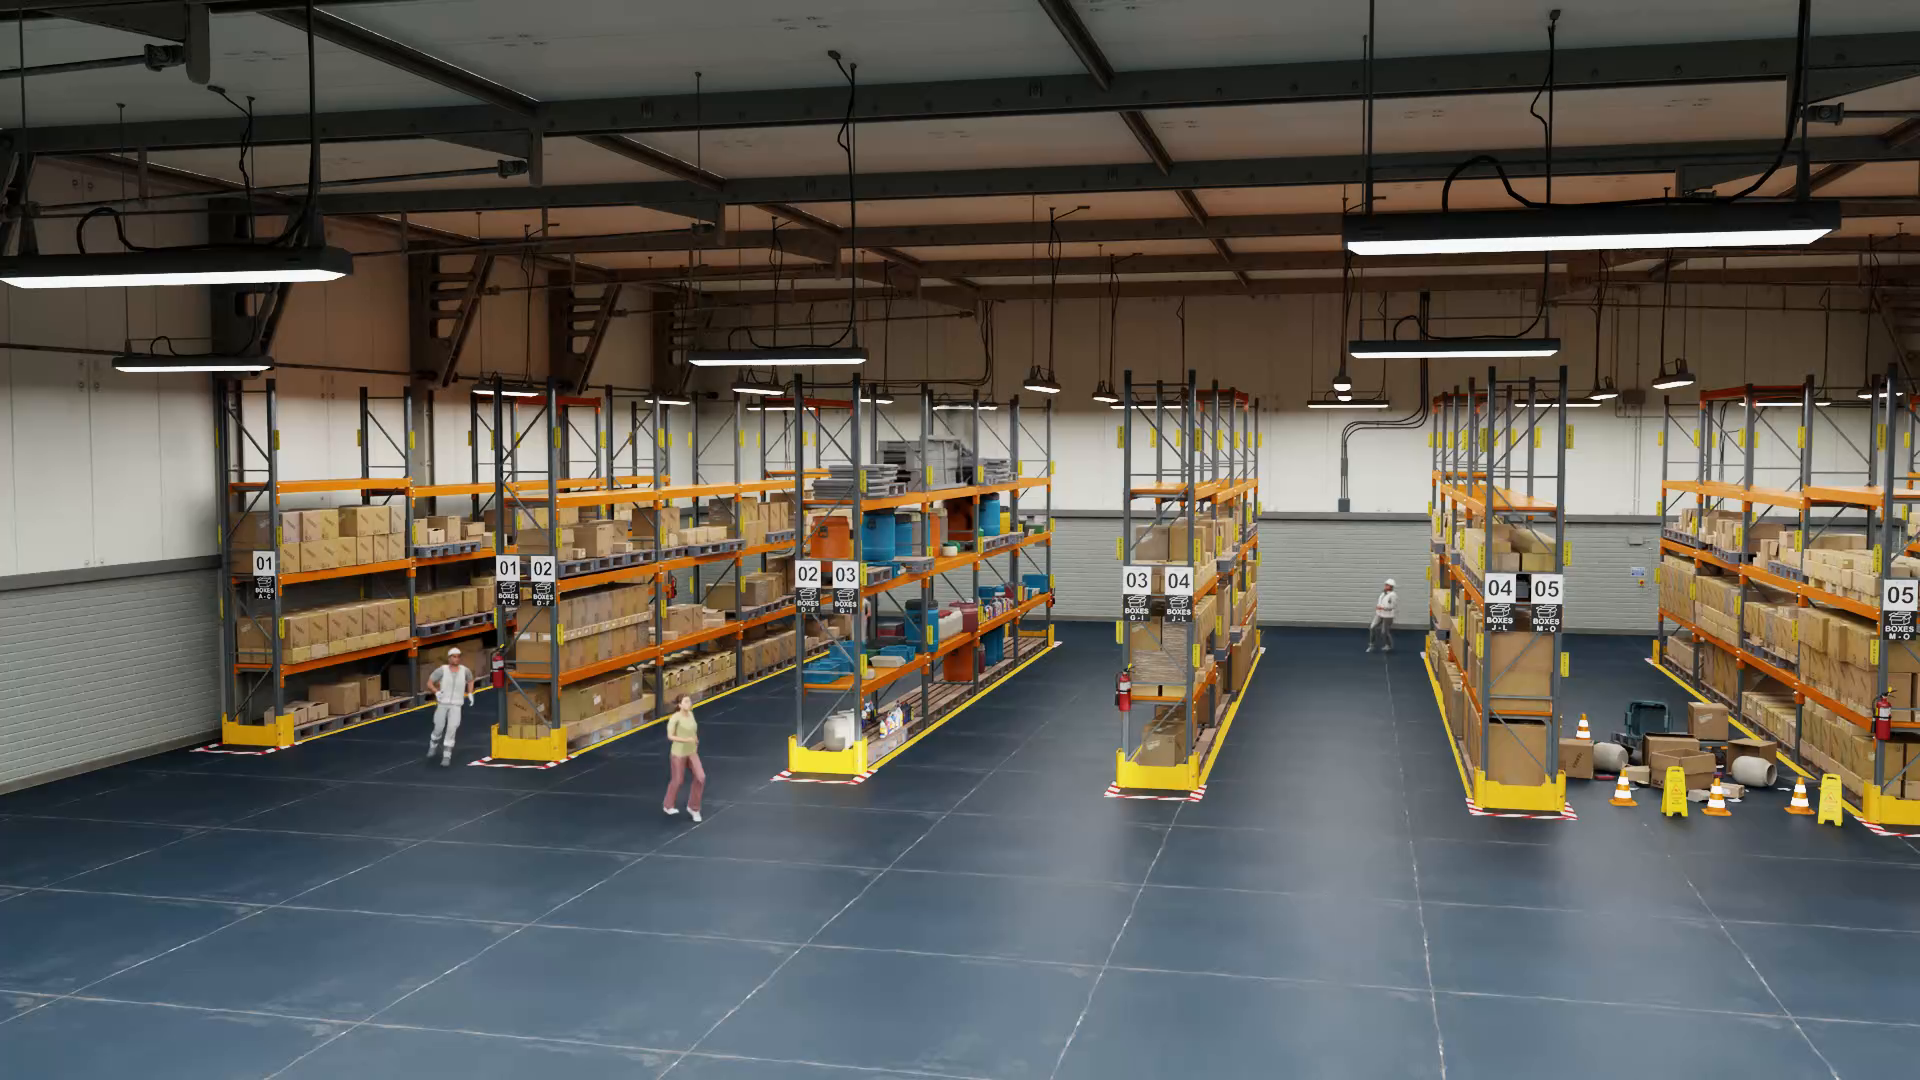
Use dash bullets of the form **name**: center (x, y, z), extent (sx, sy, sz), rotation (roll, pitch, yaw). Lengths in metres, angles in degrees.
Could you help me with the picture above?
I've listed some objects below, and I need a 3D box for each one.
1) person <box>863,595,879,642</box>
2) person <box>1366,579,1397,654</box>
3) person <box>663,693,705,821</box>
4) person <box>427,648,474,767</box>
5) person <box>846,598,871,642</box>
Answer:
- **person**: center (-2.092, 1.689, 36.565), extent (0.645, 1.741, 0.898), rotation (0, 3, 6)
- **person**: center (9.950, 1.786, 38.898), extent (0.768, 1.759, 0.644), rotation (-2, 4, -30)
- **person**: center (-3.638, 2.869, 21.910), extent (0.711, 1.736, 0.597), rotation (3, 5, 40)
- **person**: center (-7.887, 2.558, 25.782), extent (0.718, 1.759, 0.979), rotation (-1, 4, -21)
- **person**: center (-2.142, 1.795, 35.017), extent (0.559, 1.641, 0.515), rotation (0, 3, -1)
